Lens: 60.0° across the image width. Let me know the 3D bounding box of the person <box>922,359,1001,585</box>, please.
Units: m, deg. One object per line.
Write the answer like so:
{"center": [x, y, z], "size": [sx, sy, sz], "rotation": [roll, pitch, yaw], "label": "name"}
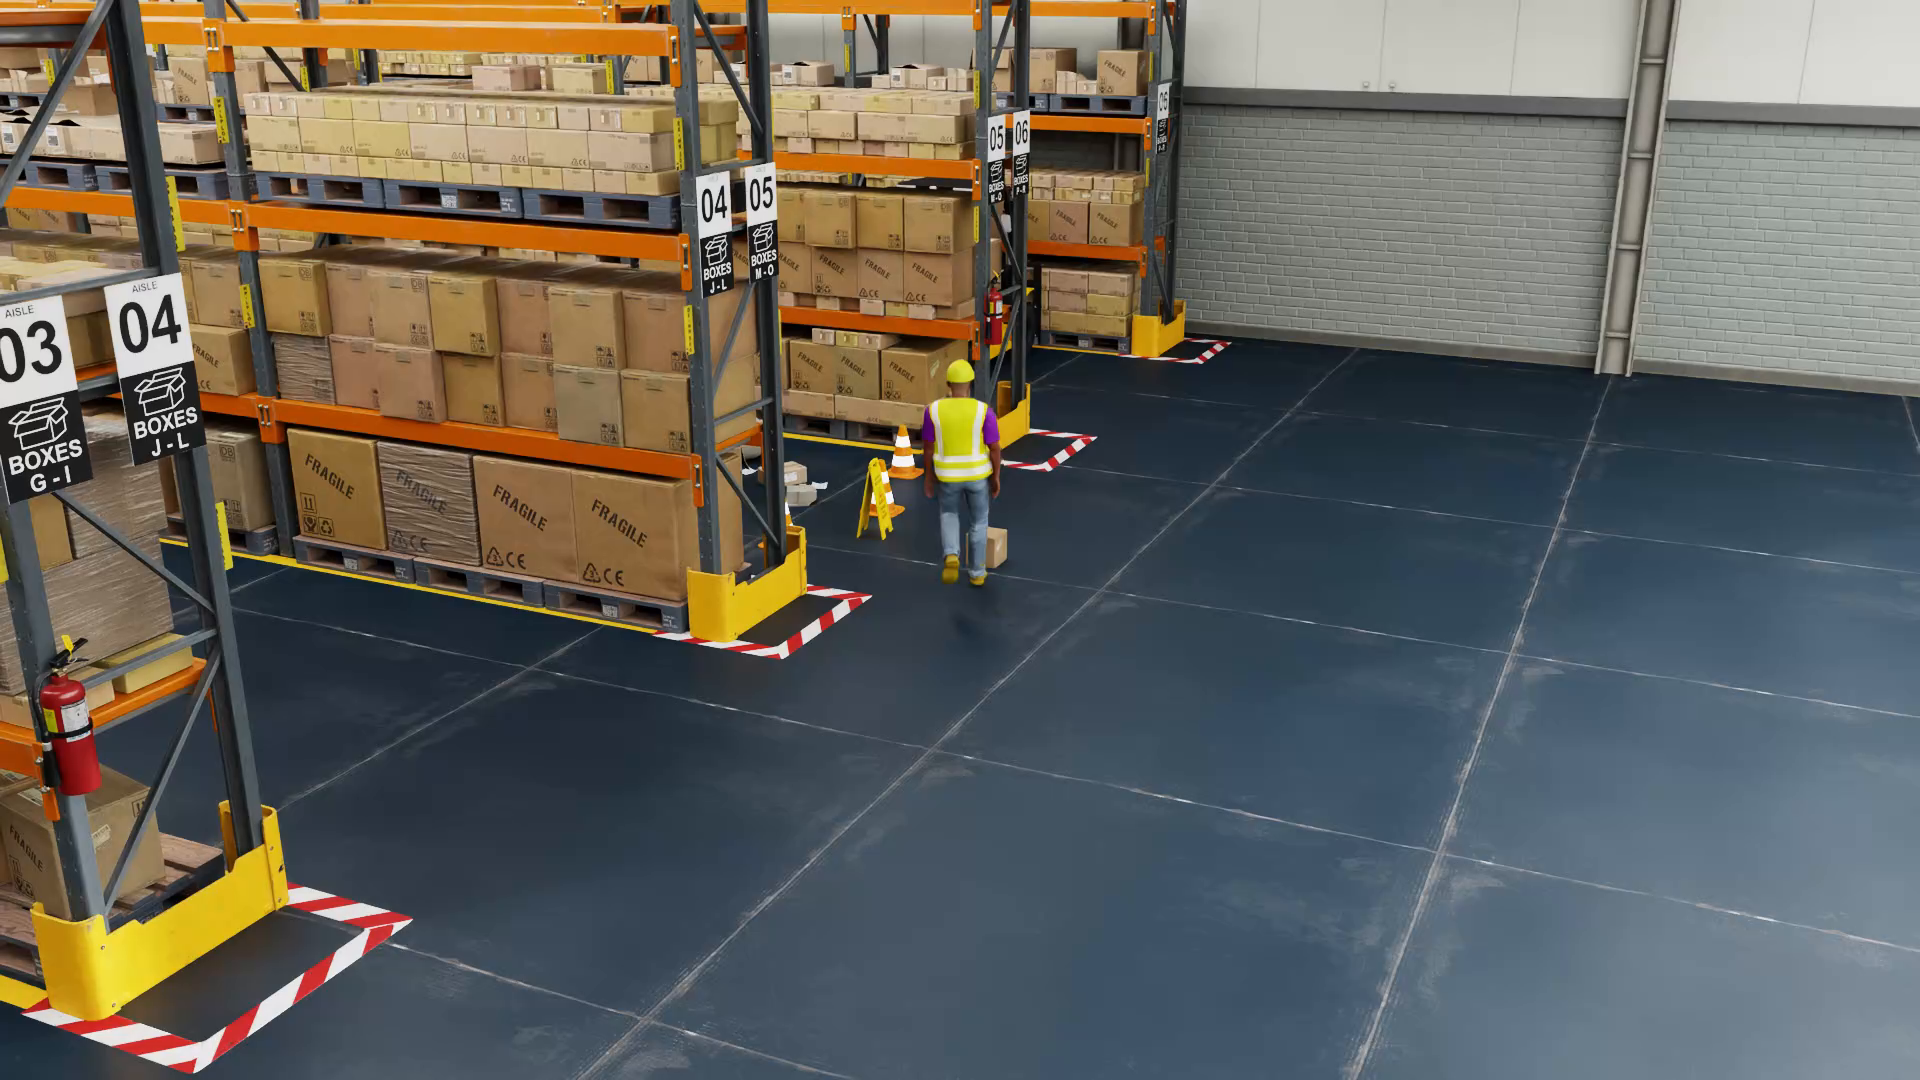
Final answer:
{"center": [0.022, -0.496, 12.426], "size": [0.589, 1.752, 0.544], "rotation": [3, 19, 7], "label": "person"}
